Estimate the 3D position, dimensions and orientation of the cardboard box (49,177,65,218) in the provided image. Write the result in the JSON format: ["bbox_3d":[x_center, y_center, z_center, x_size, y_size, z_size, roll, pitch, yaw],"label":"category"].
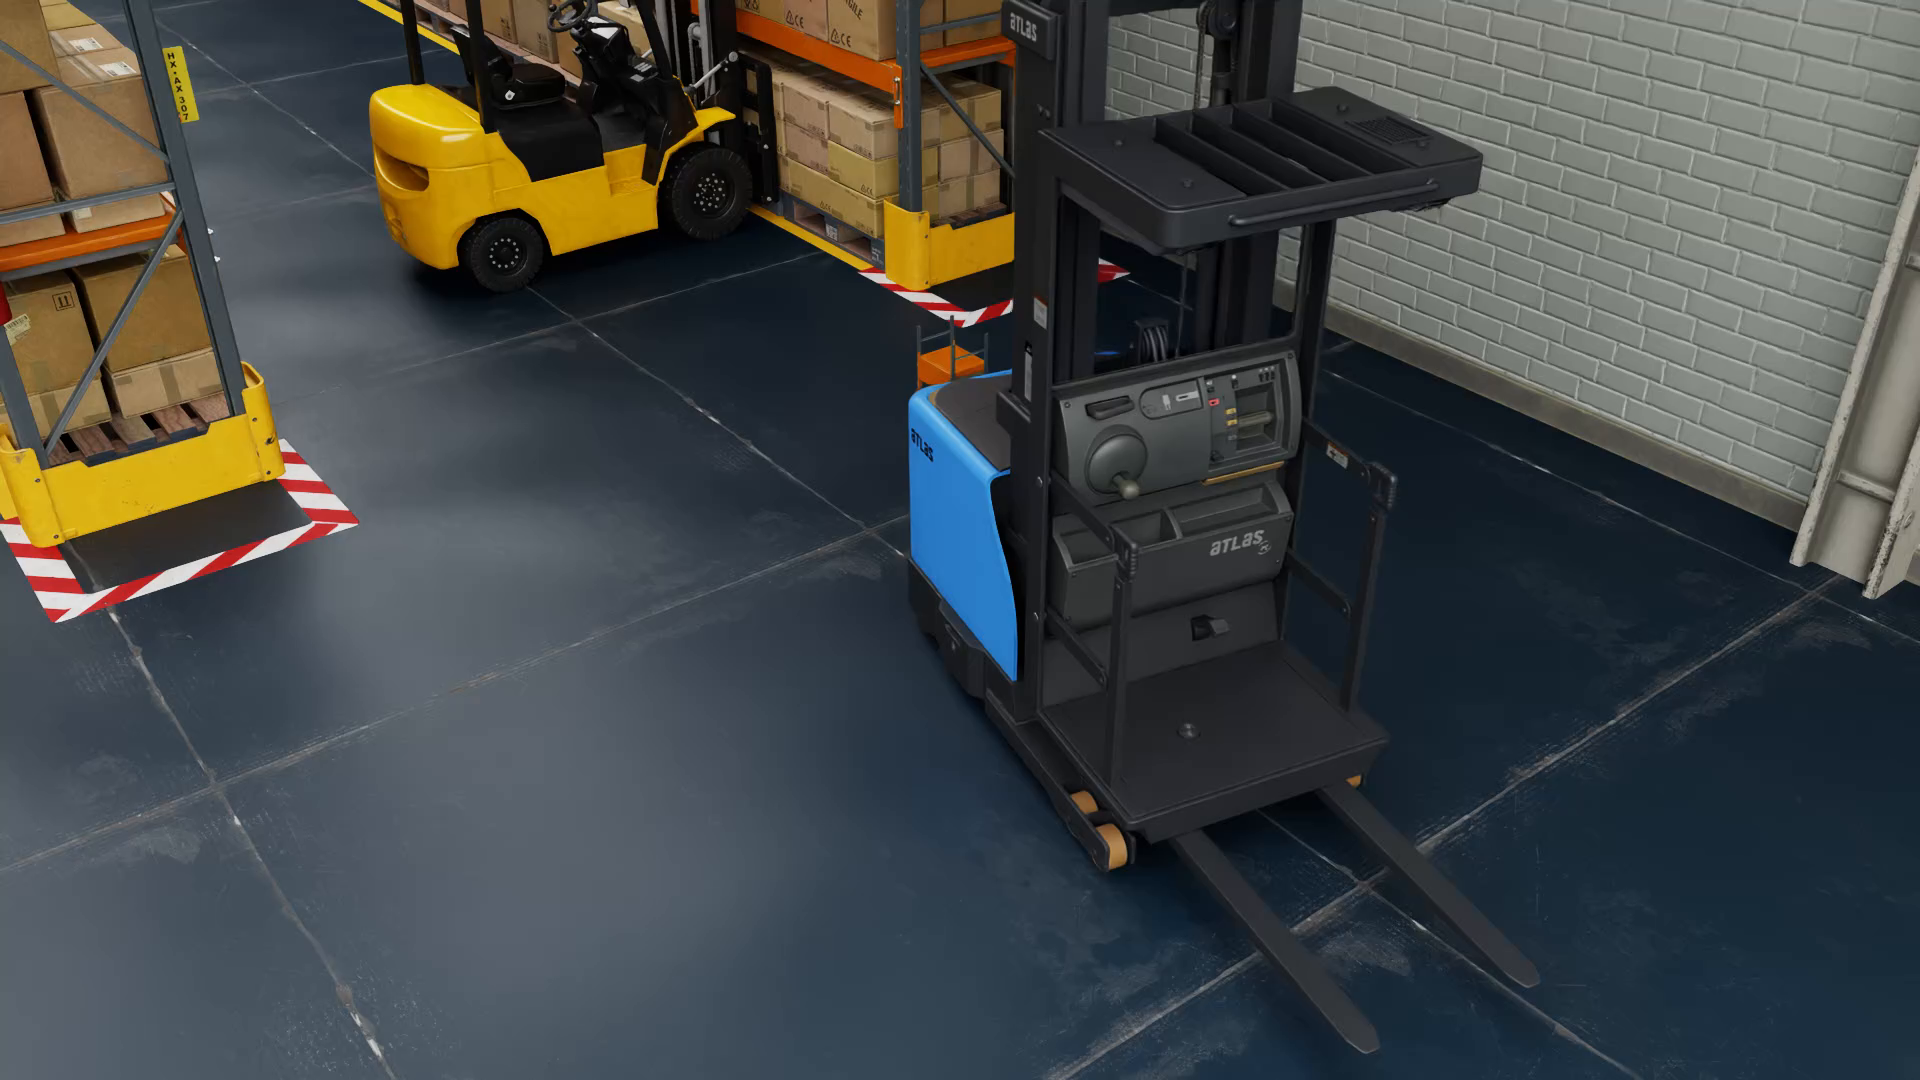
[{"bbox_3d":[-4.070,-1.656,7.811,0.380,0.149,0.250,-22,38,-31],"label":"cardboard box"}]

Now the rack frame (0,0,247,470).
[{"bbox_3d":[-3.859,-1.454,7.247,1.000,3.000,0.127,-22,38,-31],"label":"rack frame"}]

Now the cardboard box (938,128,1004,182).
[{"bbox_3d":[-0.065,-2.547,10.742,0.500,0.250,0.500,-21,38,-31],"label":"cardboard box"}]

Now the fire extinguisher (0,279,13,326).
[{"bbox_3d":[-4.153,-1.224,6.951,0.296,0.674,0.183,-22,38,-31],"label":"fire extinguisher"}]

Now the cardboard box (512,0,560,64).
[{"bbox_3d":[-3.192,-4.438,13.904,0.875,0.625,0.625,-23,38,-32],"label":"cardboard box"}]

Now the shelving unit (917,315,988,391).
[{"bbox_3d":[-0.033,-0.468,7.509,0.215,1.050,0.252,-22,38,-31],"label":"shelving unit"}]

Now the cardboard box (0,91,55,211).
[{"bbox_3d":[-4.410,-1.760,7.363,0.500,0.500,0.500,-23,39,-32],"label":"cardboard box"}]

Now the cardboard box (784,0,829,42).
[{"bbox_3d":[-0.761,-3.443,10.356,0.500,0.500,0.500,-21,38,-30],"label":"cardboard box"}]

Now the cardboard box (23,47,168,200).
[{"bbox_3d":[-3.931,-1.910,7.605,0.500,0.500,0.500,-23,39,-32],"label":"cardboard box"}]

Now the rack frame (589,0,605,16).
[{"bbox_3d":[-2.394,-4.728,12.520,1.000,3.000,0.127,-22,38,-31],"label":"rack frame"}]

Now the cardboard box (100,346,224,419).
[{"bbox_3d":[-4.136,-0.890,8.547,0.500,0.250,0.500,-23,38,-32],"label":"cardboard box"}]

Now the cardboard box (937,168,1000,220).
[{"bbox_3d":[-0.088,-2.339,10.882,0.500,0.250,0.500,-22,38,-31],"label":"cardboard box"}]

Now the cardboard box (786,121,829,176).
[{"bbox_3d":[-0.785,-2.598,10.824,0.500,0.250,0.500,-23,38,-32],"label":"cardboard box"}]

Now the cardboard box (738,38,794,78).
[{"bbox_3d":[-1.409,-3.219,11.350,0.500,0.250,0.500,-23,39,-32],"label":"cardboard box"}]

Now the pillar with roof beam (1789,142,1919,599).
[{"bbox_3d":[0.623,-2.298,2.921,9.100,9.000,0.400,-22,38,-31],"label":"pillar with roof beam"}]

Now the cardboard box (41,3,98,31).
[{"bbox_3d":[-4.564,-2.336,8.292,0.500,0.500,0.500,-23,39,-32],"label":"cardboard box"}]

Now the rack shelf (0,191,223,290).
[{"bbox_3d":[-5.086,-1.982,8.779,1.077,0.370,4.000,-22,38,-31],"label":"rack shelf"}]

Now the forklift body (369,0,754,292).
[{"bbox_3d":[-2.545,-2.901,10.382,2.313,2.155,1.214,-22,38,-31],"label":"forklift body"}]

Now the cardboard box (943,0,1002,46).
[{"bbox_3d":[-0.025,-3.400,10.286,0.500,0.500,0.500,-21,37,-30],"label":"cardboard box"}]

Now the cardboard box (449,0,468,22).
[{"bbox_3d":[-4.068,-5.031,14.860,0.875,0.625,0.625,-21,37,-30],"label":"cardboard box"}]

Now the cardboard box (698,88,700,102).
[{"bbox_3d":[-1.731,-3.227,11.837,0.500,0.250,0.500,-23,38,-32],"label":"cardboard box"}]

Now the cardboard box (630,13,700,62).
[{"bbox_3d":[-2.039,-3.644,12.034,0.500,0.250,0.500,-22,38,-31],"label":"cardboard box"}]

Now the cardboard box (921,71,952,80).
[{"bbox_3d":[-0.395,-2.965,10.941,0.500,0.250,0.500,-22,38,-31],"label":"cardboard box"}]

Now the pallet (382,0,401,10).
[{"bbox_3d":[-5.274,-5.534,16.460,1.003,0.211,1.213,-22,38,-31],"label":"pallet"}]

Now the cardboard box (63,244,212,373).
[{"bbox_3d":[-4.151,-1.218,8.365,0.500,0.500,0.500,-24,39,-33],"label":"cardboard box"}]

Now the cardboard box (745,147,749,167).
[{"bbox_3d":[-1.412,-2.796,11.617,0.500,0.250,0.500,-21,38,-30],"label":"cardboard box"}]

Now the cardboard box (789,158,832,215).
[{"bbox_3d":[-0.776,-2.375,10.940,0.500,0.250,0.500,-22,38,-31],"label":"cardboard box"}]

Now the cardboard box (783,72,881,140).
[{"bbox_3d":[-0.787,-2.798,10.673,0.500,0.250,0.500,-22,38,-31],"label":"cardboard box"}]

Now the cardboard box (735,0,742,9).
[{"bbox_3d":[-1.392,-3.862,11.031,0.500,0.500,0.500,-22,38,-31],"label":"cardboard box"}]

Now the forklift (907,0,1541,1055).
[{"bbox_3d":[0.855,-0.341,5.522,1.130,2.935,3.031,-14,34,-21],"label":"forklift"}]

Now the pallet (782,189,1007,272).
[{"bbox_3d":[-0.443,-2.182,11.063,1.003,0.211,1.213,-22,38,-31],"label":"pallet"}]

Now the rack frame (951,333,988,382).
[{"bbox_3d":[0.042,-0.417,7.427,0.200,1.050,0.008,-22,38,-31],"label":"rack frame"}]

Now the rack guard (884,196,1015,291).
[{"bbox_3d":[0.074,-1.989,10.479,1.175,0.500,0.348,-22,38,-31],"label":"rack guard"}]

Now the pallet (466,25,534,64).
[{"bbox_3d":[-3.629,-4.347,14.549,1.003,0.211,1.213,-22,38,-31],"label":"pallet"}]
